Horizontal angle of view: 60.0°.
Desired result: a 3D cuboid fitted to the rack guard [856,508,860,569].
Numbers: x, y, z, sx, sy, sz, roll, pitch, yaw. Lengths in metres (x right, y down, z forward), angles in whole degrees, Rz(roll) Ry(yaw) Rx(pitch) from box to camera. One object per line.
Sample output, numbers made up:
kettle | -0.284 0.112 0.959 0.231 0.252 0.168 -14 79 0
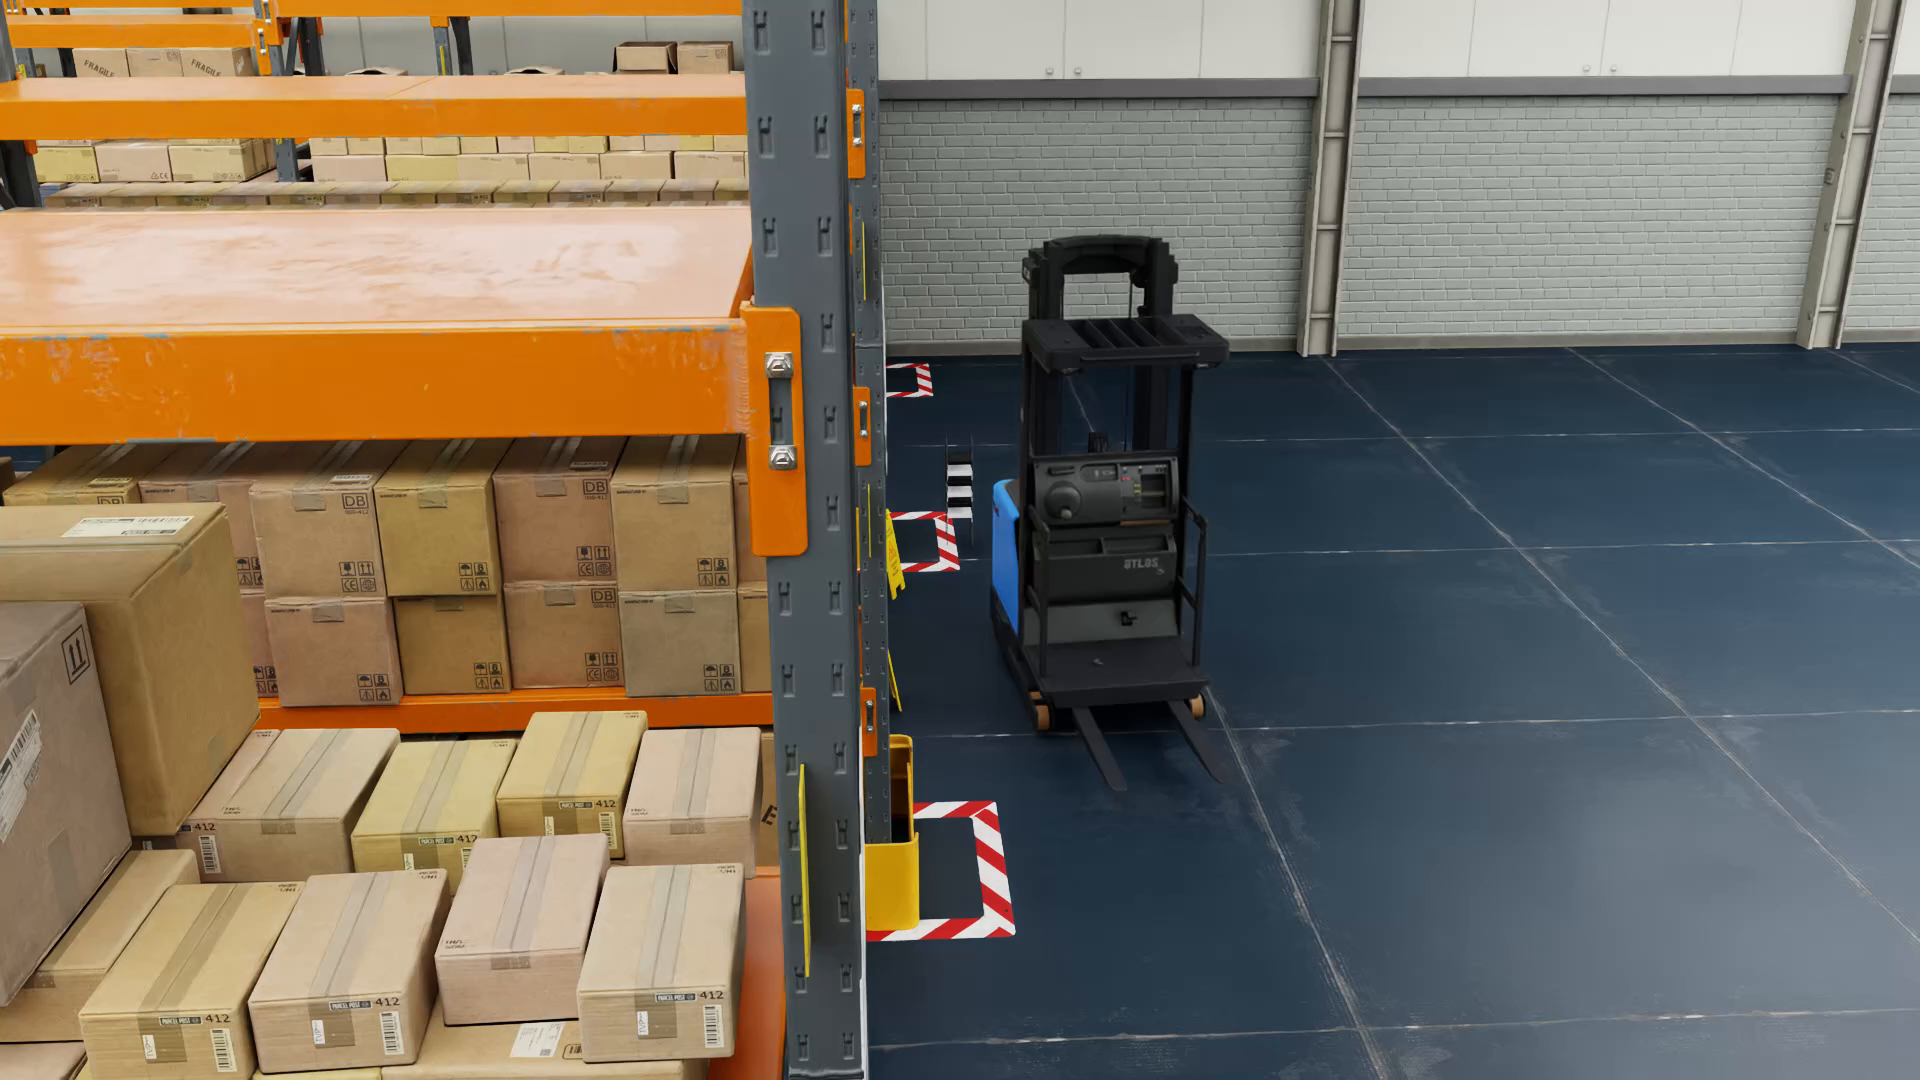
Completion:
rack guard | -0.895 -0.217 13.487 0.348 0.500 1.175 -1 21 -3

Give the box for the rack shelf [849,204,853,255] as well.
rack shelf | -2.816 -2.411 12.534 4.000 0.370 1.077 -1 21 -3

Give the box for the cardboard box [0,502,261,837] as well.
cardboard box | -1.751 0.247 3.280 0.500 0.500 0.500 -1 21 -3

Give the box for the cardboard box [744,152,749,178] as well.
cardboard box | -1.314 -2.751 12.208 0.500 0.250 0.500 -1 21 -4

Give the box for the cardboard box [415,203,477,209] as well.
cardboard box | -2.275 -1.372 7.294 0.250 0.149 0.380 -1 21 -3

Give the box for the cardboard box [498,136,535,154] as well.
cardboard box | -3.182 -2.899 12.035 0.250 0.149 0.380 -1 21 -4

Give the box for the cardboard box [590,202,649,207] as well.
cardboard box | -1.516 -1.387 7.334 0.250 0.149 0.380 -1 21 -2

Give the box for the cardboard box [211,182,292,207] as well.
cardboard box | -3.329 -1.584 7.853 0.250 0.149 0.380 -1 21 -2

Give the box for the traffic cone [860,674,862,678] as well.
traffic cone | -0.772 0.654 11.254 0.334 0.463 0.336 -1 21 -3

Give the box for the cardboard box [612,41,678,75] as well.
cardboard box | -3.148 -4.763 16.825 0.637 0.503 0.797 0 21 -1

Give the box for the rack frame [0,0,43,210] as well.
rack frame | -4.429 -2.352 7.153 0.127 3.000 1.000 -1 21 -3

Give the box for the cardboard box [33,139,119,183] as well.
cardboard box | -6.402 -2.751 12.037 0.500 0.250 0.500 -1 21 -2

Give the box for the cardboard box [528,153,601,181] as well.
cardboard box | -2.838 -2.718 12.121 0.500 0.250 0.500 -1 21 -3

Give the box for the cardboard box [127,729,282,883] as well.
cardboard box | -1.569 0.543 3.414 0.250 0.149 0.380 -1 21 -3

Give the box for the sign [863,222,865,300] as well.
sign | -0.418 -1.216 7.249 0.005 0.325 0.100 -1 21 -3

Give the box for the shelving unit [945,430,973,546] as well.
shelving unit | -0.008 -0.420 13.460 0.210 0.900 0.258 -1 21 -3

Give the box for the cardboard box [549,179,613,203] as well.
cardboard box | -1.802 -1.616 7.936 0.250 0.149 0.380 -2 21 -4

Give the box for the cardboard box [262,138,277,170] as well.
cardboard box | -5.419 -2.964 12.594 0.500 0.250 0.500 -2 21 -5

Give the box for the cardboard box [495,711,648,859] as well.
cardboard box | -0.806 0.510 3.500 0.250 0.149 0.380 -1 21 -2

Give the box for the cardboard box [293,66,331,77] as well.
cardboard box | -6.574 -4.555 16.547 0.500 0.311 0.500 -2 21 -5

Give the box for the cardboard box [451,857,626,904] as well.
cardboard box | -0.749 0.720 3.509 0.500 0.250 0.500 -1 21 -1

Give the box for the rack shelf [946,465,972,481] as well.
rack shelf | -0.008 -0.558 13.408 0.200 0.077 0.258 -1 21 -3

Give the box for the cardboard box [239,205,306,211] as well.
cardboard box | -3.028 -1.357 7.255 0.250 0.149 0.380 -1 21 -2

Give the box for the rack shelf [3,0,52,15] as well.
rack shelf | -11.090 -5.227 16.276 4.000 0.370 1.077 -1 21 -3

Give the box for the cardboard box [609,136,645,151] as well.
cardboard box | -2.417 -2.943 12.152 0.250 0.149 0.380 -2 21 -5

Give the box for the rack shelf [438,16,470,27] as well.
rack shelf | -3.103 -5.389 16.703 4.000 0.370 1.077 -1 21 -3

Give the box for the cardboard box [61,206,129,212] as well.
cardboard box | -3.791 -1.341 7.214 0.250 0.149 0.380 -1 21 -4

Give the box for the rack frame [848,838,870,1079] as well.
rack frame | -0.253 2.134 3.800 0.127 3.000 1.000 -1 21 -3

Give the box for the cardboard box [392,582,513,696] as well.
cardboard box | -2.444 0.335 8.315 0.500 0.550 0.875 -1 21 -3

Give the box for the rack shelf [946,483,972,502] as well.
rack shelf | -0.008 -0.389 13.472 0.200 0.077 0.258 -1 21 -3

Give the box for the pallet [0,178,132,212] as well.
pallet | -6.470 -2.622 12.341 1.003 0.211 1.213 -1 21 -3

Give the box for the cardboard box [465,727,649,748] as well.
cardboard box | -1.987 1.223 8.590 0.875 0.875 0.875 -1 21 -4

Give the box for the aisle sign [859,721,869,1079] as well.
aisle sign | -0.208 0.811 3.621 0.004 0.787 0.394 -1 21 -3

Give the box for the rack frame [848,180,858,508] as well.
rack frame | -0.819 -1.386 13.047 0.127 3.000 1.000 -1 21 -3

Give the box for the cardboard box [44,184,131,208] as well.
cardboard box | -4.082 -1.569 7.814 0.250 0.149 0.380 -1 21 -3

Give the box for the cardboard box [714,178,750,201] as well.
cardboard box | -1.037 -1.632 7.977 0.250 0.149 0.380 -1 21 -3

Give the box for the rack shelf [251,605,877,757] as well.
rack shelf | -2.432 0.747 8.455 4.000 0.370 1.077 -1 21 -3

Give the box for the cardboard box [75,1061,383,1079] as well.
cardboard box | -1.218 0.913 3.001 0.500 0.250 0.500 -1 21 -3

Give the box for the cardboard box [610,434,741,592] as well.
cardboard box | -1.352 -0.167 8.115 0.550 0.550 0.875 -1 21 -3

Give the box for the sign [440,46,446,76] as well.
sign | -5.059 -4.666 16.277 0.005 0.325 0.100 -1 21 -3

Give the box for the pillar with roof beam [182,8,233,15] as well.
pillar with roof beam | -7.597 -4.608 13.077 0.400 9.000 9.100 -1 21 -3

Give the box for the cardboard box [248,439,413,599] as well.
cardboard box | -2.969 -0.133 8.027 0.550 0.550 0.875 -1 21 -3

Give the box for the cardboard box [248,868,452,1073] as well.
cardboard box | -1.046 0.741 2.895 0.250 0.149 0.380 -2 21 -5

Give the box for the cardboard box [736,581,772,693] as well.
cardboard box | -0.803 0.324 8.345 0.550 0.550 0.875 -1 21 -3

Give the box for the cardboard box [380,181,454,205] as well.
cardboard box | -2.566 -1.600 7.895 0.250 0.149 0.380 -1 21 -2

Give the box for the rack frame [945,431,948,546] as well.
rack frame | -0.109 -0.418 13.455 0.006 0.900 0.240 -1 21 -3

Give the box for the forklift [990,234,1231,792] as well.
forklift | 0.960 -0.305 10.302 1.130 2.935 3.031 -3 21 -9

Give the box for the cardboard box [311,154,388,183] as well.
cardboard box | -4.357 -2.688 12.041 0.500 0.250 0.500 -2 21 -4

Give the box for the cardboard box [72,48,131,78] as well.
cardboard box | -8.356 -4.607 16.418 0.500 0.500 0.500 -1 21 -3

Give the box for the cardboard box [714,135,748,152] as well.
cardboard box | -1.653 -2.928 12.113 0.250 0.149 0.380 -1 21 -4

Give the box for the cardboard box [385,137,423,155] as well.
cardboard box | -3.957 -2.870 11.961 0.250 0.149 0.380 -2 21 -5
